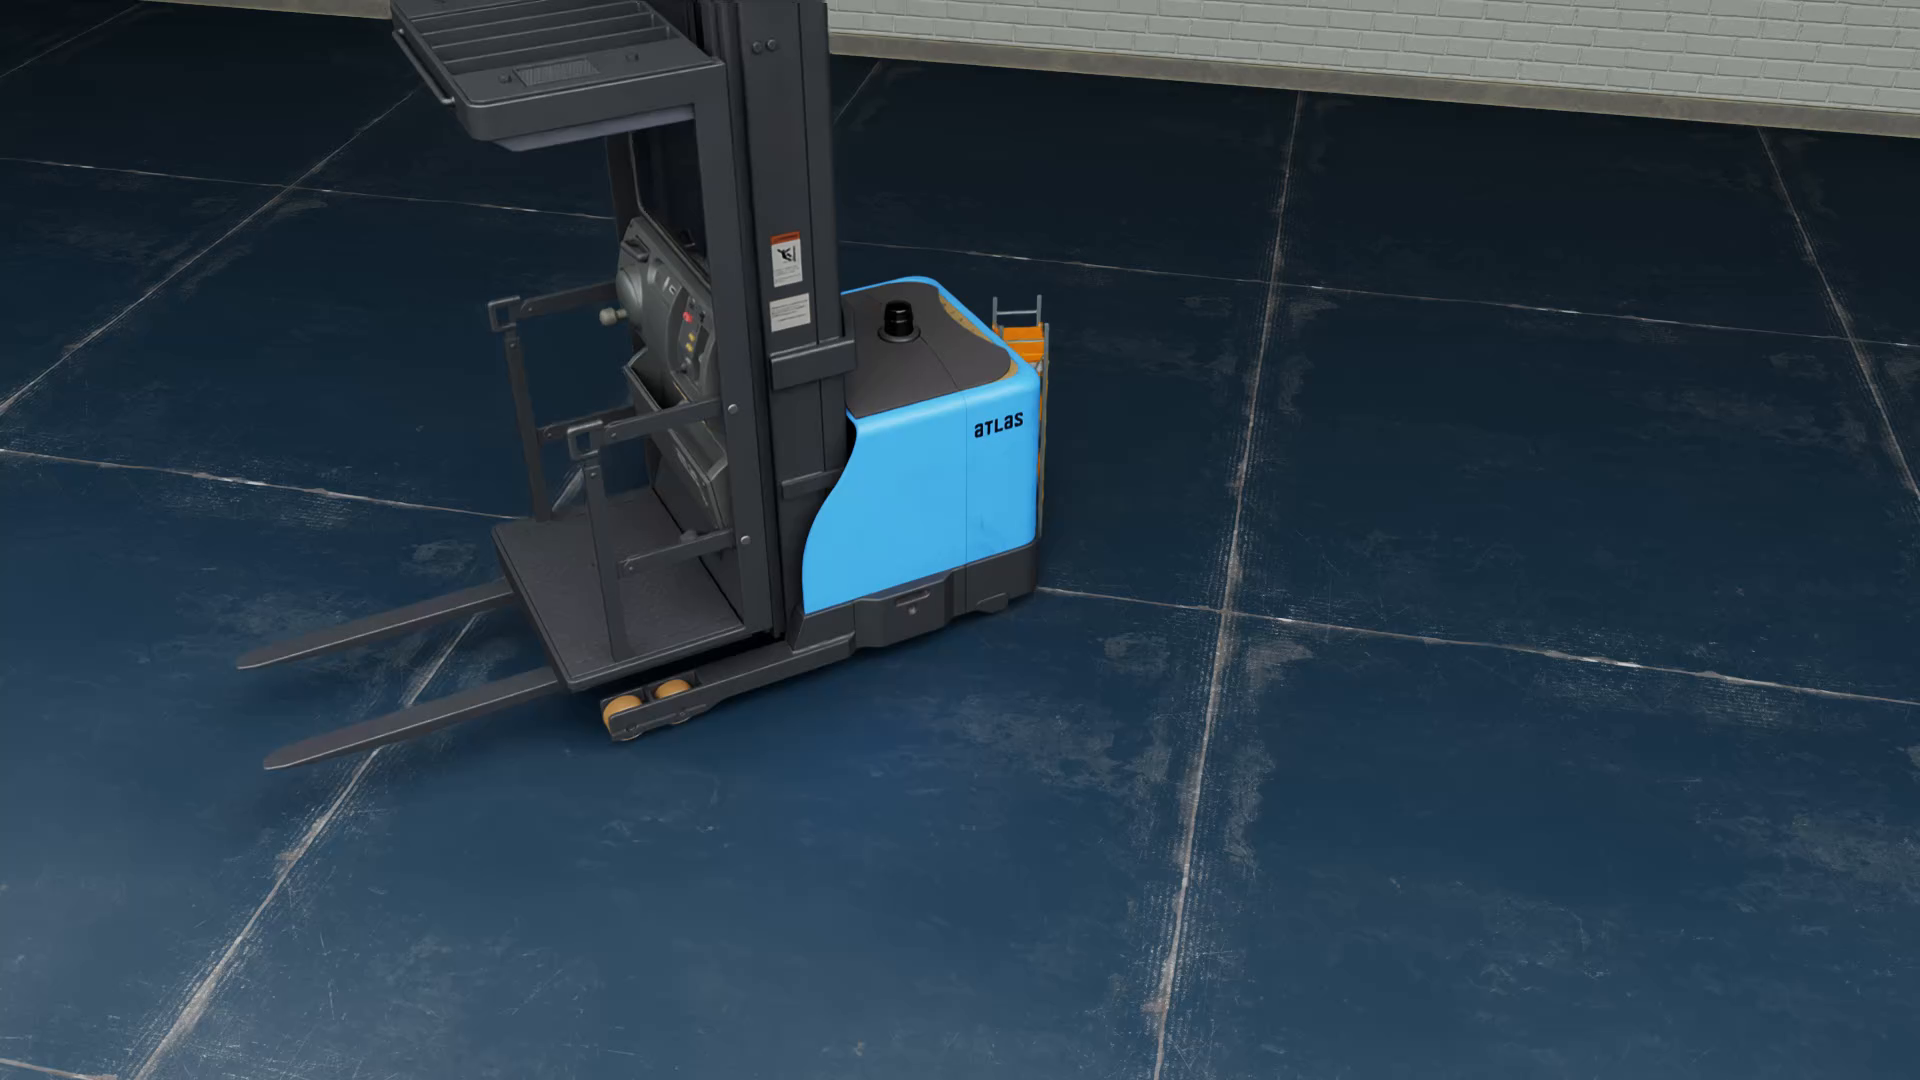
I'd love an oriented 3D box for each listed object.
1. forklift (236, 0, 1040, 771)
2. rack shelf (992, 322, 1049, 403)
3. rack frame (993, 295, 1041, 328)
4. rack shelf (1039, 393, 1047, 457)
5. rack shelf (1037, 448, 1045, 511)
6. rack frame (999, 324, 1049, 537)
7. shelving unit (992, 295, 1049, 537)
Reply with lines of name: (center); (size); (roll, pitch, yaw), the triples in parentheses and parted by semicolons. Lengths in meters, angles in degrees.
forklift: (-1.227, -0.794, 5.848); (3.031, 2.935, 1.130); (-17, 39, -22)
rack shelf: (0.245, -0.727, 6.893); (0.215, 0.259, 0.240); (-3, 36, -4)
rack frame: (0.235, -0.577, 7.152); (0.200, 1.050, 0.008); (-3, 36, -4)
rack shelf: (0.245, -0.498, 7.060); (0.215, 0.259, 0.240); (-3, 36, -4)
rack shelf: (0.245, -0.273, 7.223); (0.215, 0.259, 0.240); (-3, 36, -4)
rack frame: (0.255, -0.435, 6.955); (0.200, 1.050, 0.008); (-3, 36, -4)
shelving unit: (0.245, -0.506, 7.053); (0.215, 1.050, 0.252); (-3, 36, -4)
